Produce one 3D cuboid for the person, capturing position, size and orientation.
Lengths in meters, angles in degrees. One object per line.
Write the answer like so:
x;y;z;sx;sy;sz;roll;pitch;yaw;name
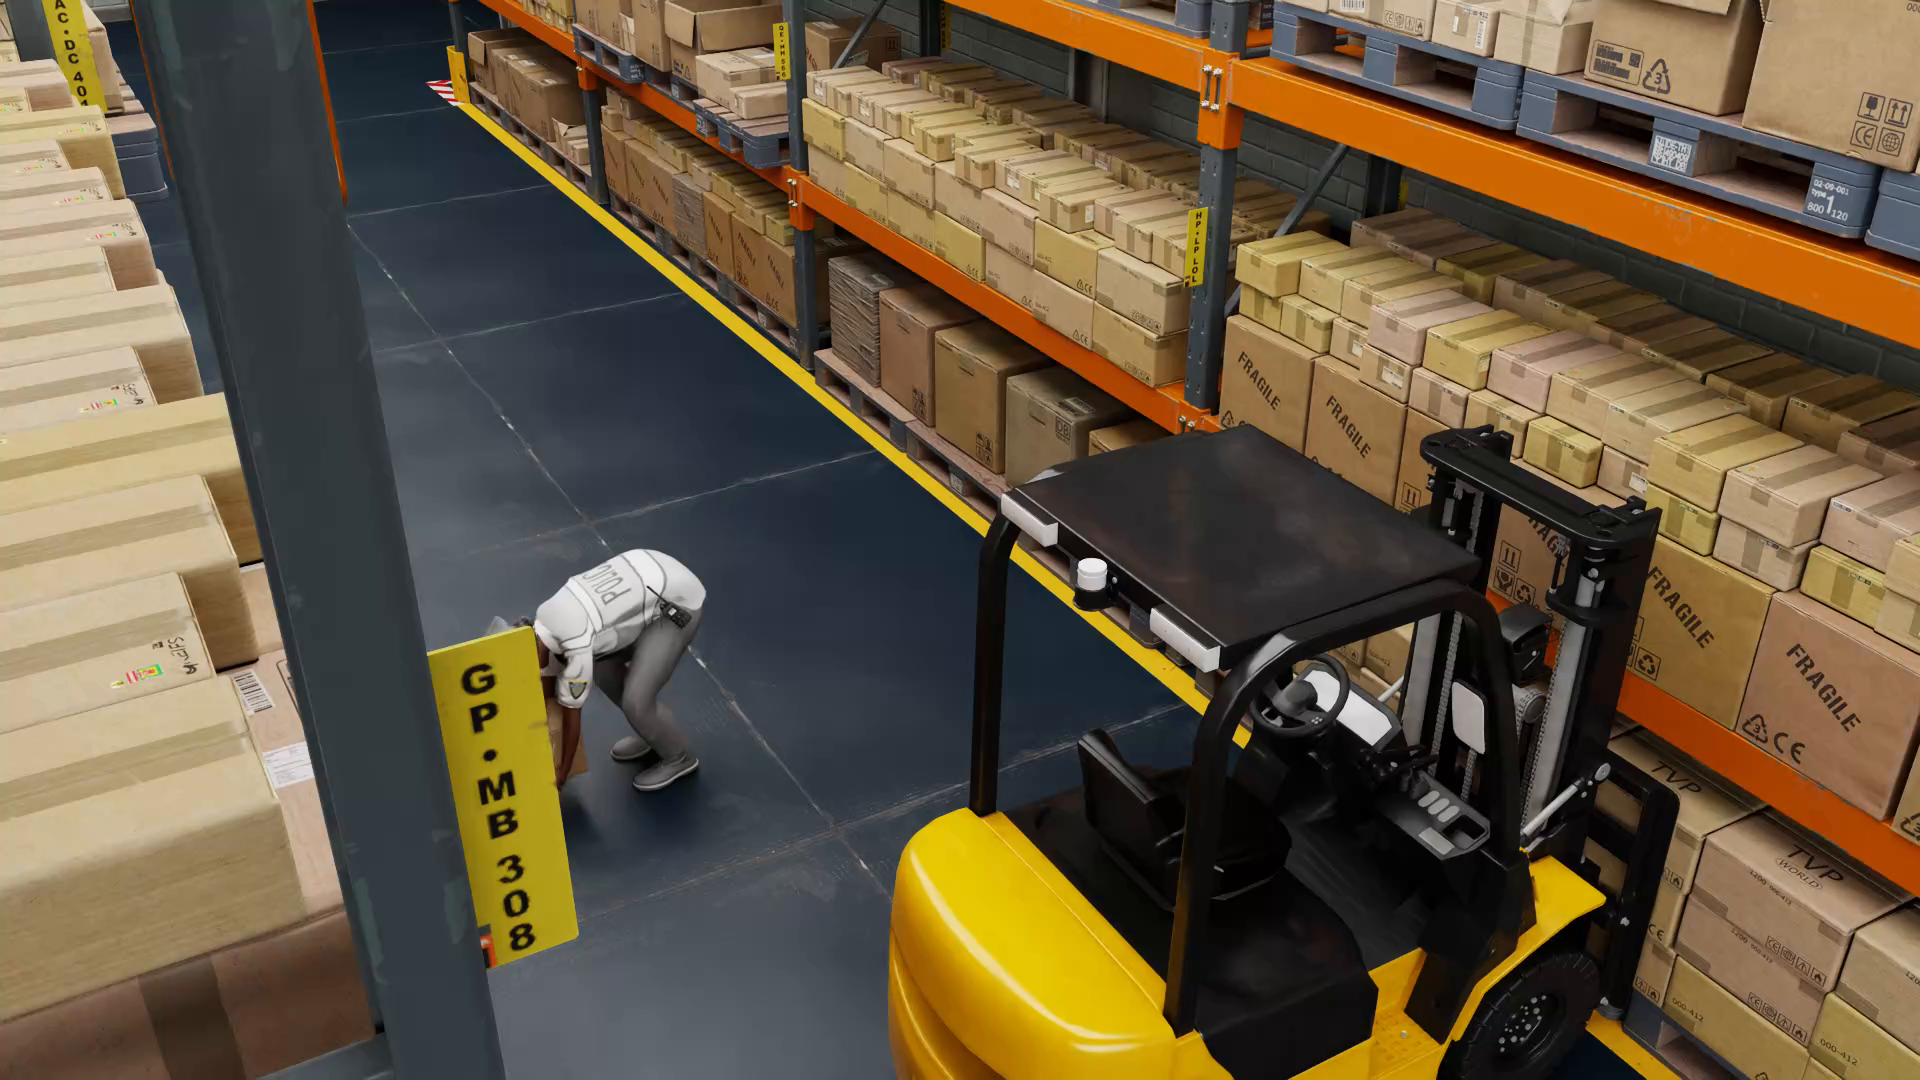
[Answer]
-1.469;0.577;6.790;0.927;0.987;0.449;-18;34;-28;person
